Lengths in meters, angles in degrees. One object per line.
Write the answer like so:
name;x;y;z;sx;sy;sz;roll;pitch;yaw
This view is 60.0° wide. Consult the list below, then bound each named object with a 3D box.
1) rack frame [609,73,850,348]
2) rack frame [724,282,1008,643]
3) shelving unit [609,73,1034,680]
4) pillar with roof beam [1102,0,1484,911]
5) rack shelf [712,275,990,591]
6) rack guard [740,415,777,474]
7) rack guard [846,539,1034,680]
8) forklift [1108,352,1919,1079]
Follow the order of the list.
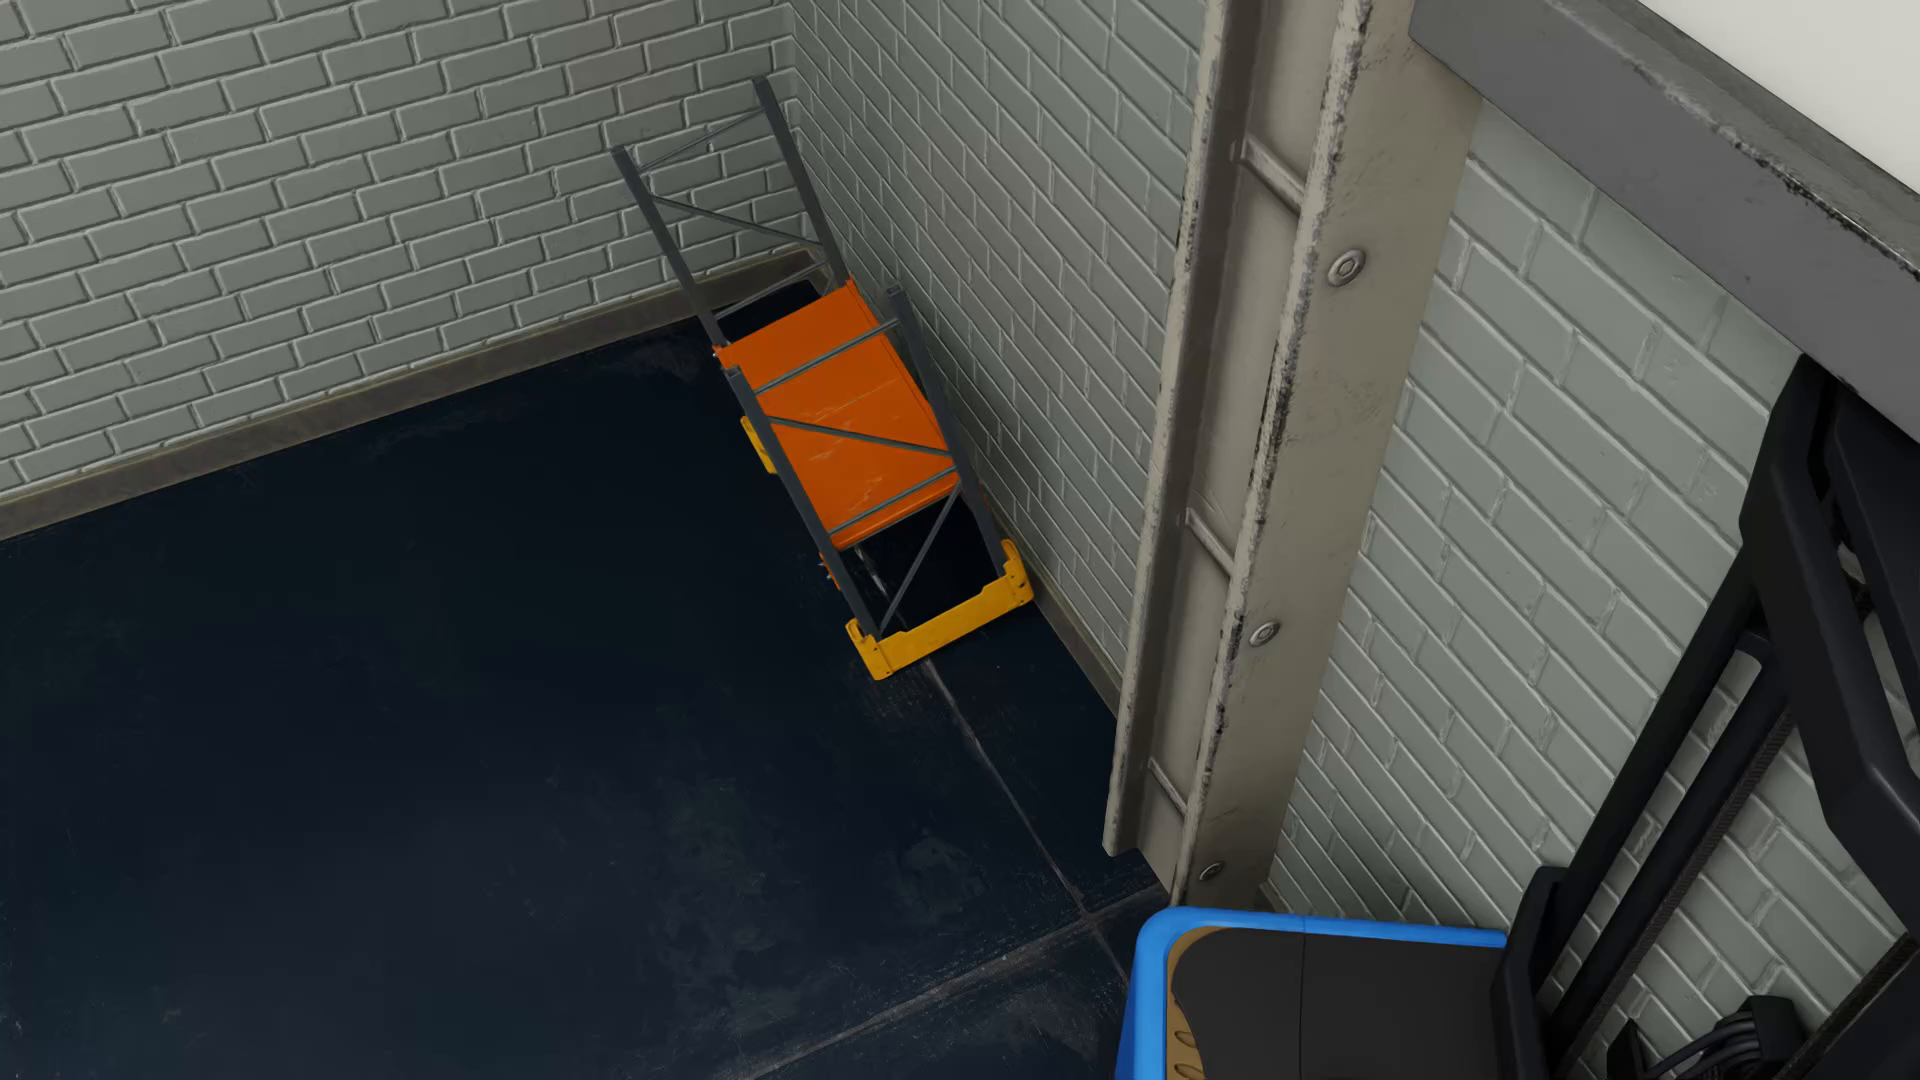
rack frame;-0.610;-0.811;5.389;0.500;1.500;0.032;-28;53;-4
rack frame;-0.194;-0.110;4.781;0.500;1.500;0.032;-28;53;-4
shelving unit;-0.406;-0.467;5.090;0.587;1.500;1.083;-28;53;-4
pillar with roof beam;-3.180;-0.498;0.207;9.100;9.000;0.400;-21;52;-18
rack shelf;-0.361;-0.360;5.228;0.538;0.185;1.000;-28;53;-4
rack guard;-0.465;-0.462;5.887;0.587;0.250;0.087;-28;53;-4
rack guard;-0.058;0.224;5.291;0.587;0.250;0.087;-28;53;-4
forklift;1.844;1.000;2.928;3.031;2.935;1.130;4;49;3
